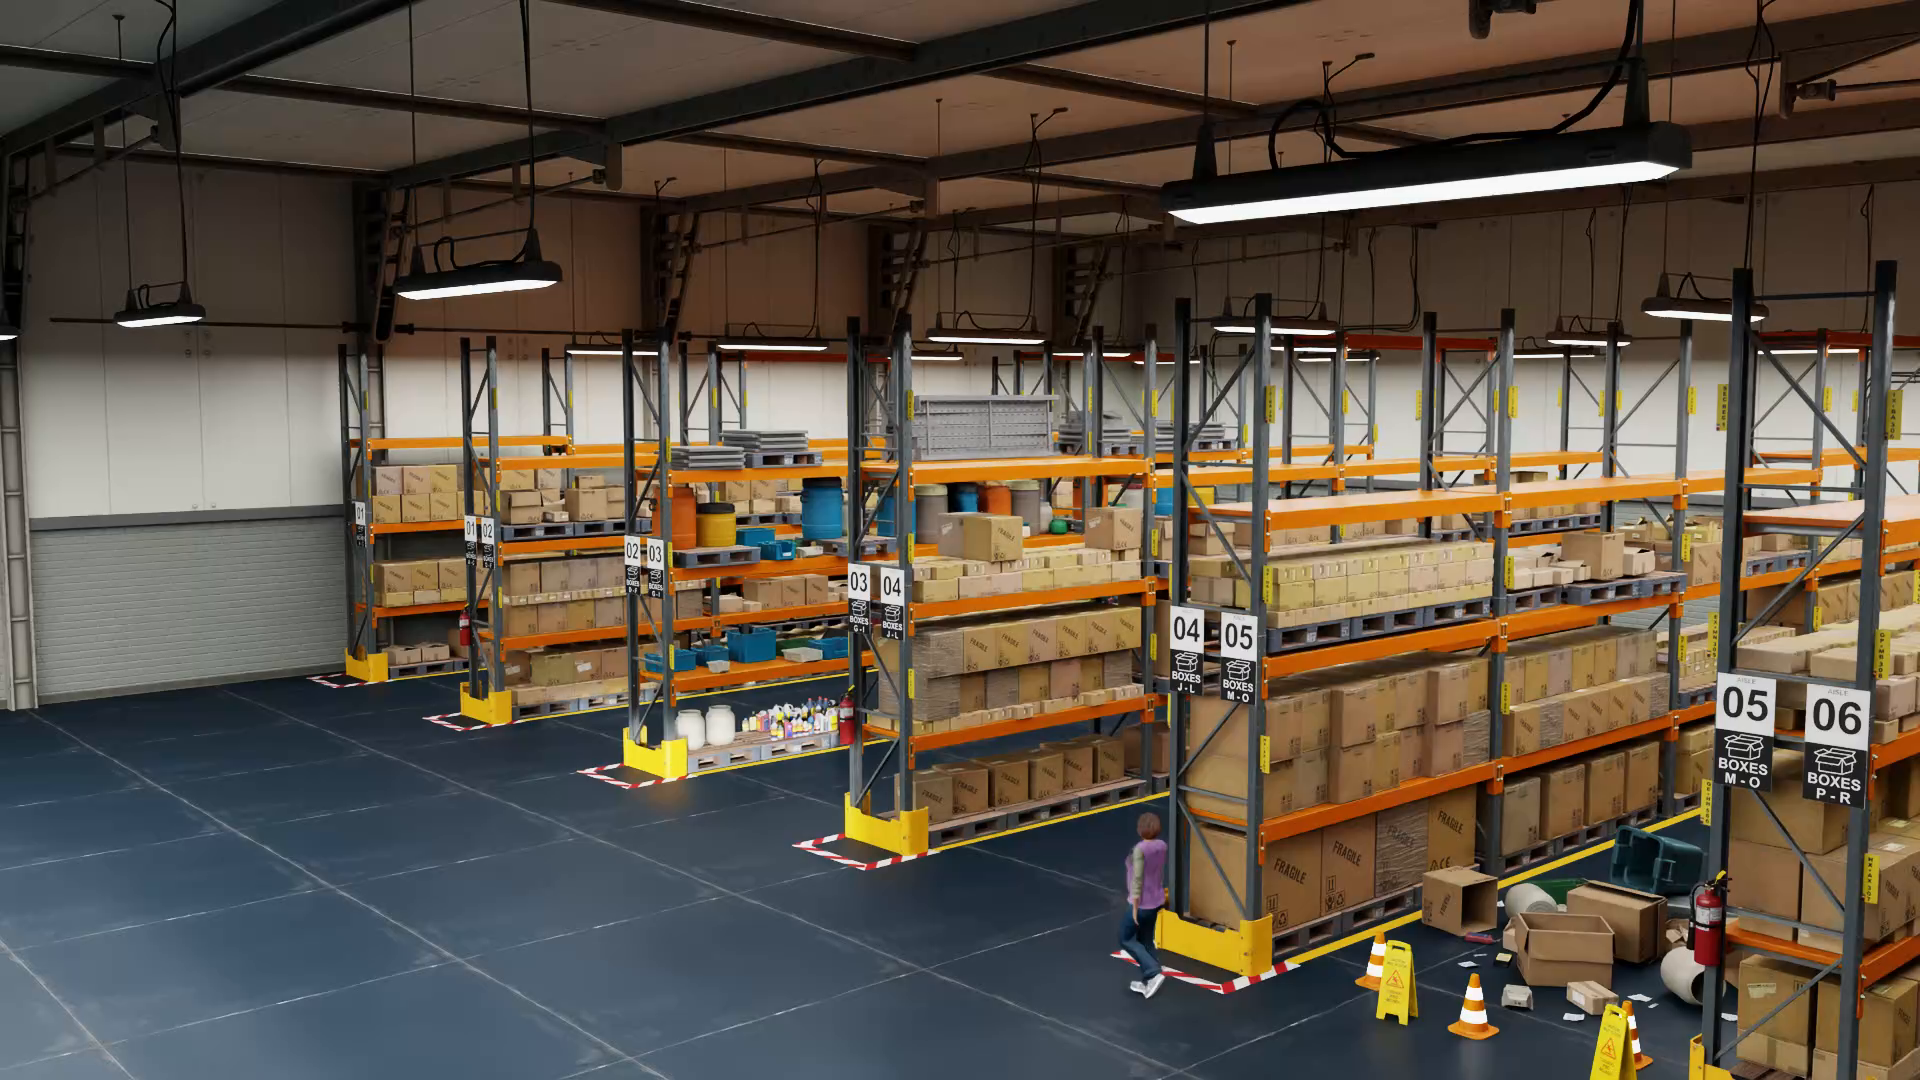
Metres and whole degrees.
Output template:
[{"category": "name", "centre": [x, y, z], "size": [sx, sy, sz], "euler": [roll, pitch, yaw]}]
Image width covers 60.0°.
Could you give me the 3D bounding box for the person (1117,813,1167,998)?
[{"category": "person", "centre": [1.570, 3.094, 14.118], "size": [0.419, 1.593, 0.452], "euler": [3, 6, 28]}]
